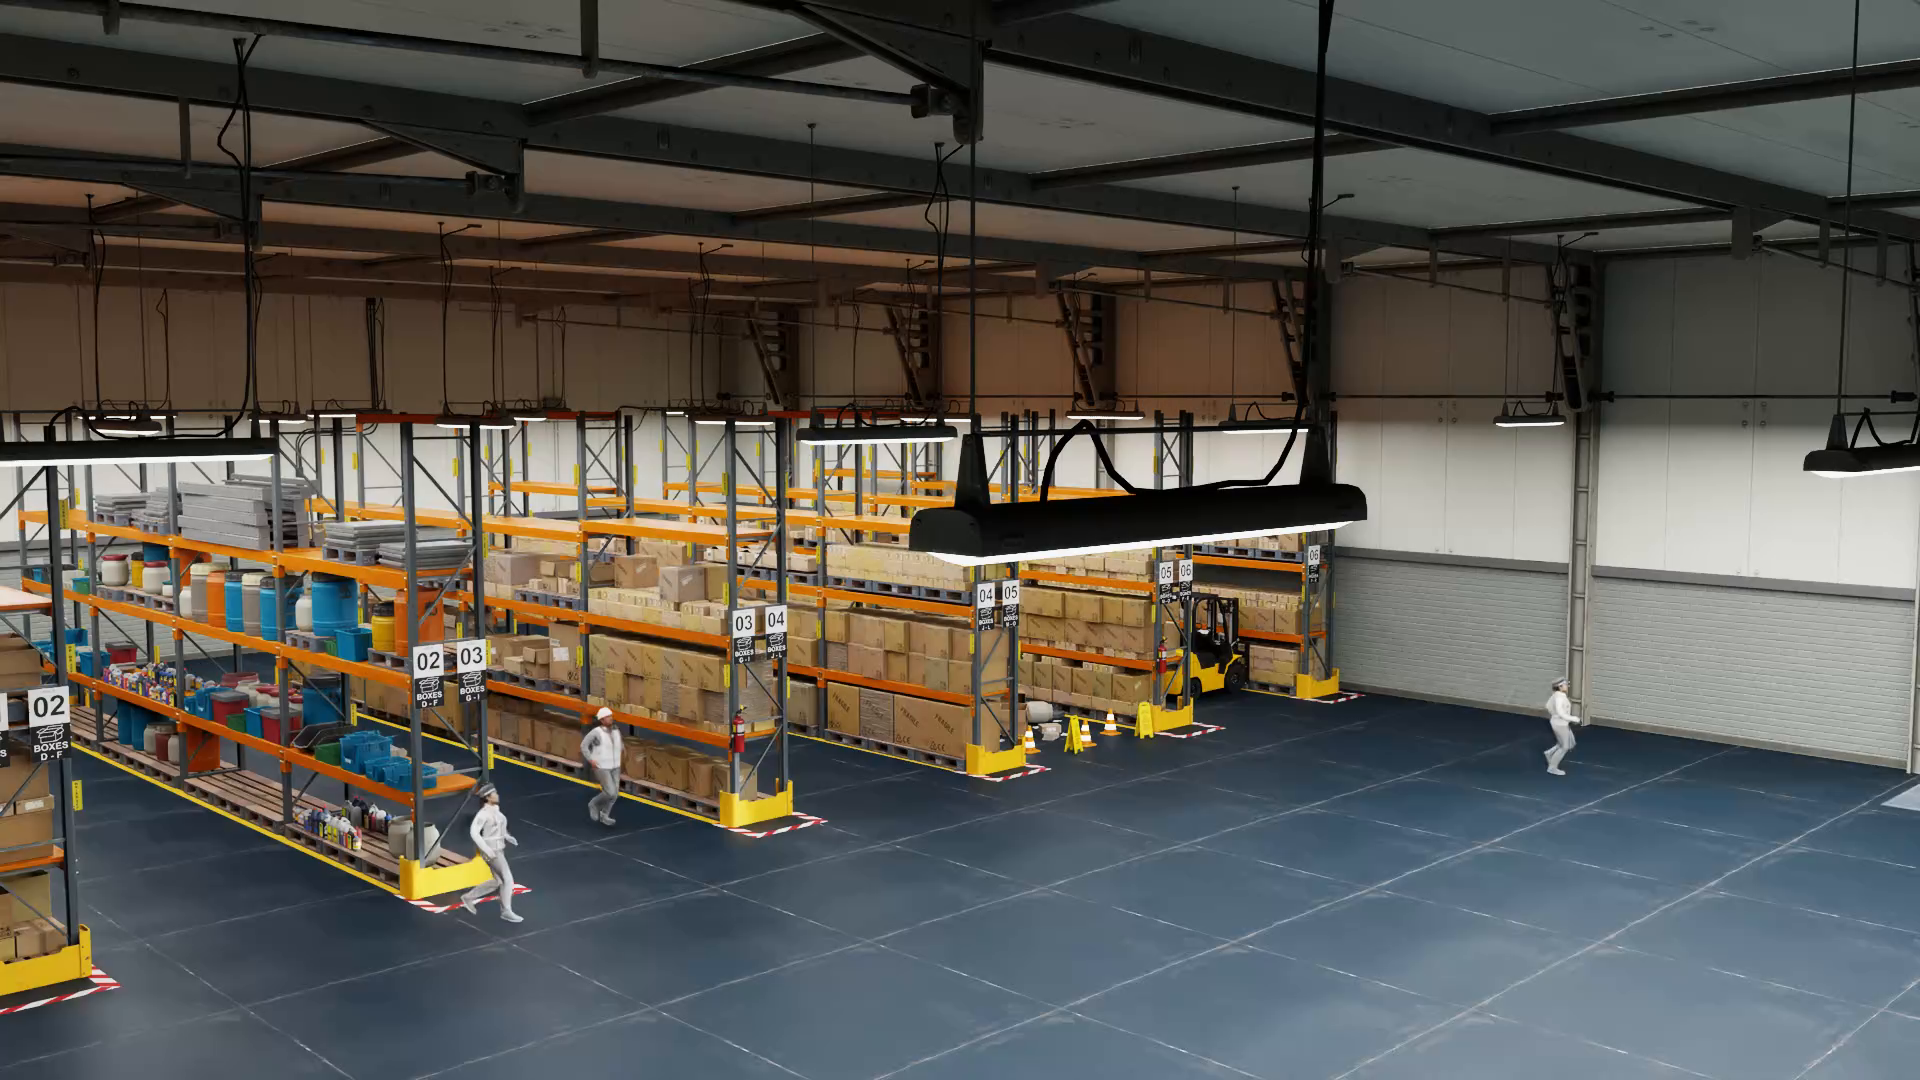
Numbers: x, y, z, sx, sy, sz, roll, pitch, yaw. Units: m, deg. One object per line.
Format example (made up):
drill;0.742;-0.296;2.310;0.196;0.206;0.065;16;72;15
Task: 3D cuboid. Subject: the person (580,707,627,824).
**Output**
person;-5.177;3.335;24.483;0.542;1.743;0.703;4;6;38

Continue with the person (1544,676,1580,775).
person;10.083;3.096;27.805;0.518;1.659;0.607;1;5;15

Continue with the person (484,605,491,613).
person;-11.603;1.973;40.366;0.567;1.702;0.741;-3;6;-29

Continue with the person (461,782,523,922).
person;-5.647;3.769;20.101;0.730;1.684;0.660;0;5;-2
